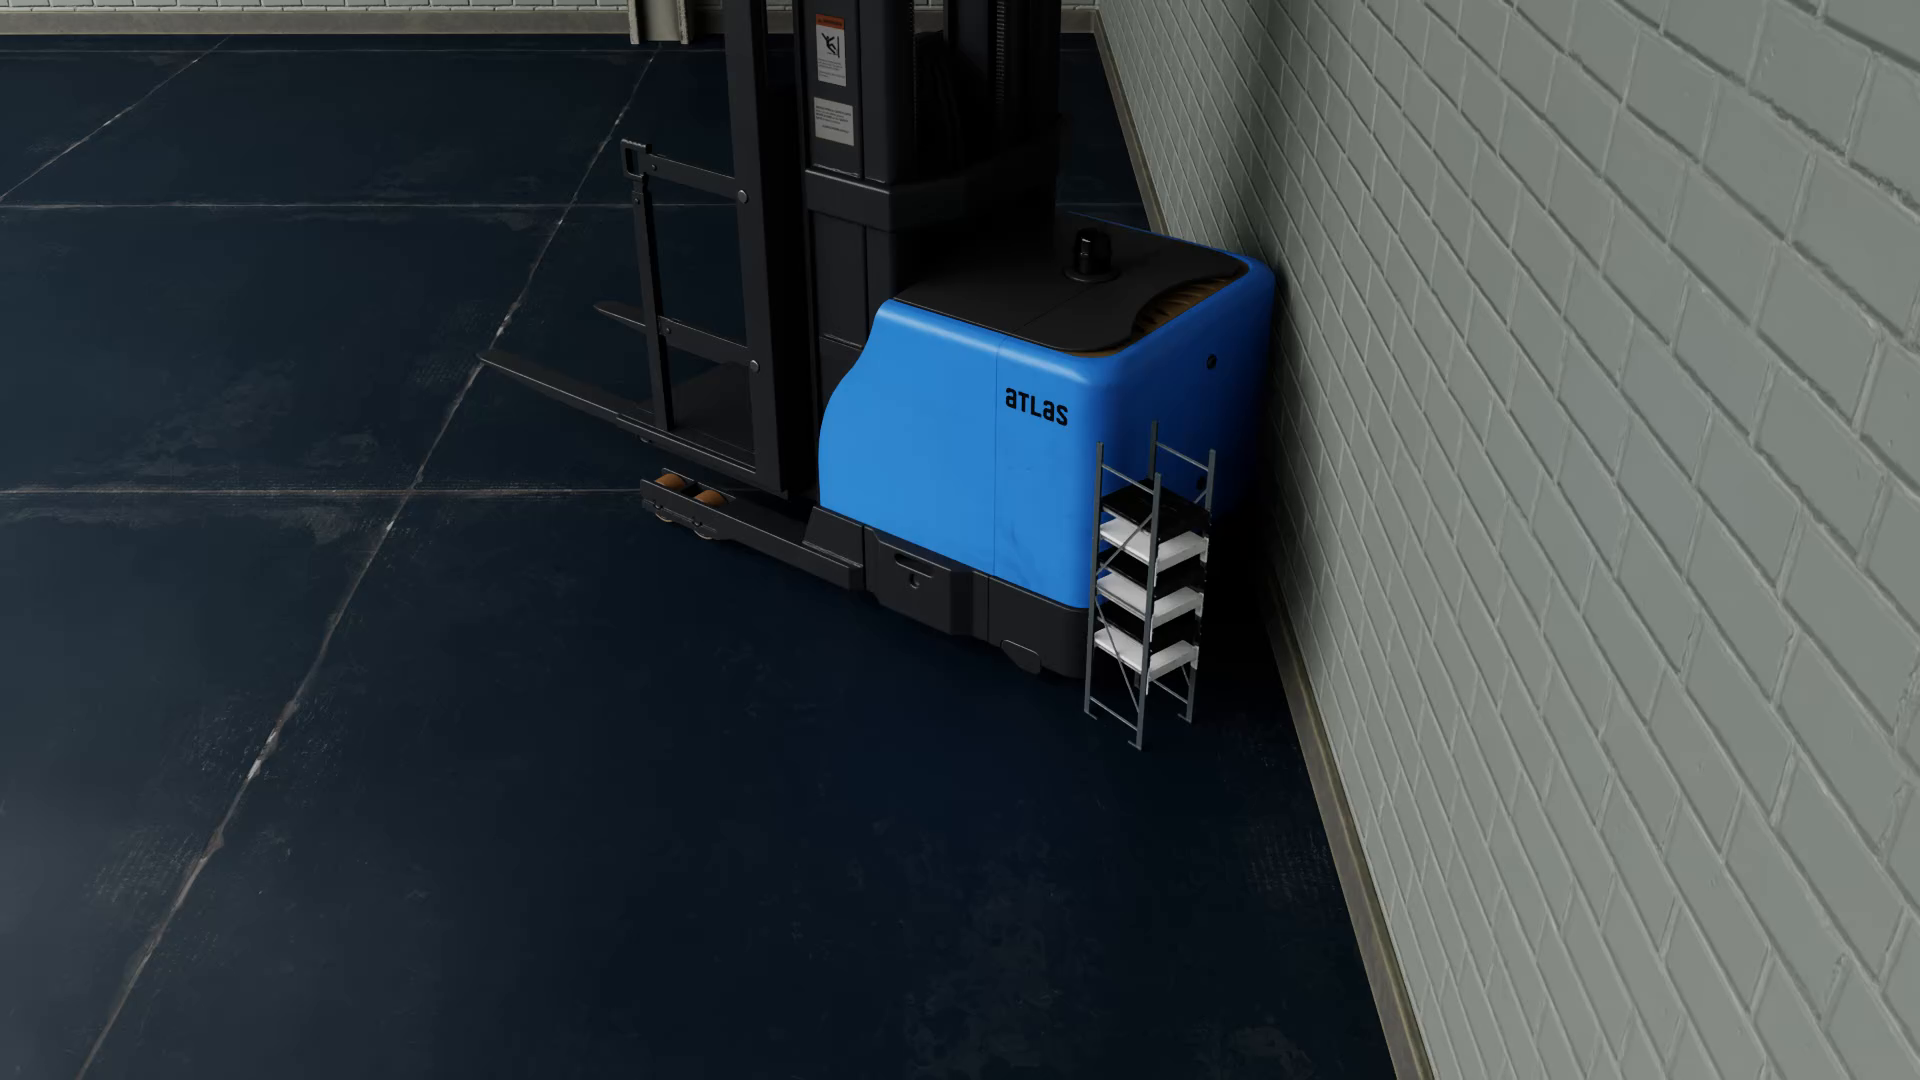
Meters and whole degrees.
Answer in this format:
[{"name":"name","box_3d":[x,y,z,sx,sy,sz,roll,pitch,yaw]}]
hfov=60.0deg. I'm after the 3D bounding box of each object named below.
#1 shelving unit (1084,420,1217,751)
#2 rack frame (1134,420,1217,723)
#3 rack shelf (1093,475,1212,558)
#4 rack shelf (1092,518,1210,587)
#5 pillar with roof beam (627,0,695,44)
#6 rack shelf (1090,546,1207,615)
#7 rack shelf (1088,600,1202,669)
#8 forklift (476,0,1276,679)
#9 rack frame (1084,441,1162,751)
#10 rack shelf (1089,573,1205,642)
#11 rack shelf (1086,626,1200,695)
[{"name":"shelving unit","box_3d":[0.524,0.136,4.658,0.210,0.900,0.258,-23,38,-32]},{"name":"rack frame","box_3d":[0.603,0.103,4.712,0.006,0.900,0.240,-23,38,-32]},{"name":"rack shelf","box_3d":[0.524,-0.066,4.535,0.200,0.077,0.258,-23,38,-32]},{"name":"rack shelf","box_3d":[0.524,0.011,4.582,0.200,0.077,0.258,-23,38,-32]},{"name":"pillar with roof beam","box_3d":[-2.014,-5.069,5.429,0.400,9.000,9.100,0,31,0]},{"name":"rack shelf","box_3d":[0.524,0.088,4.628,0.200,0.077,0.258,-23,38,-32]},{"name":"rack shelf","box_3d":[0.524,0.242,4.722,0.200,0.077,0.258,-23,38,-32]},{"name":"forklift","box_3d":[-0.497,-1.450,5.315,3.031,2.935,1.130,22,37,31]},{"name":"rack frame","box_3d":[0.444,0.170,4.603,0.006,0.900,0.240,-23,38,-32]},{"name":"rack shelf","box_3d":[0.524,0.165,4.675,0.200,0.077,0.258,-23,38,-32]},{"name":"rack shelf","box_3d":[0.524,0.319,4.768,0.200,0.077,0.258,-23,38,-32]}]
